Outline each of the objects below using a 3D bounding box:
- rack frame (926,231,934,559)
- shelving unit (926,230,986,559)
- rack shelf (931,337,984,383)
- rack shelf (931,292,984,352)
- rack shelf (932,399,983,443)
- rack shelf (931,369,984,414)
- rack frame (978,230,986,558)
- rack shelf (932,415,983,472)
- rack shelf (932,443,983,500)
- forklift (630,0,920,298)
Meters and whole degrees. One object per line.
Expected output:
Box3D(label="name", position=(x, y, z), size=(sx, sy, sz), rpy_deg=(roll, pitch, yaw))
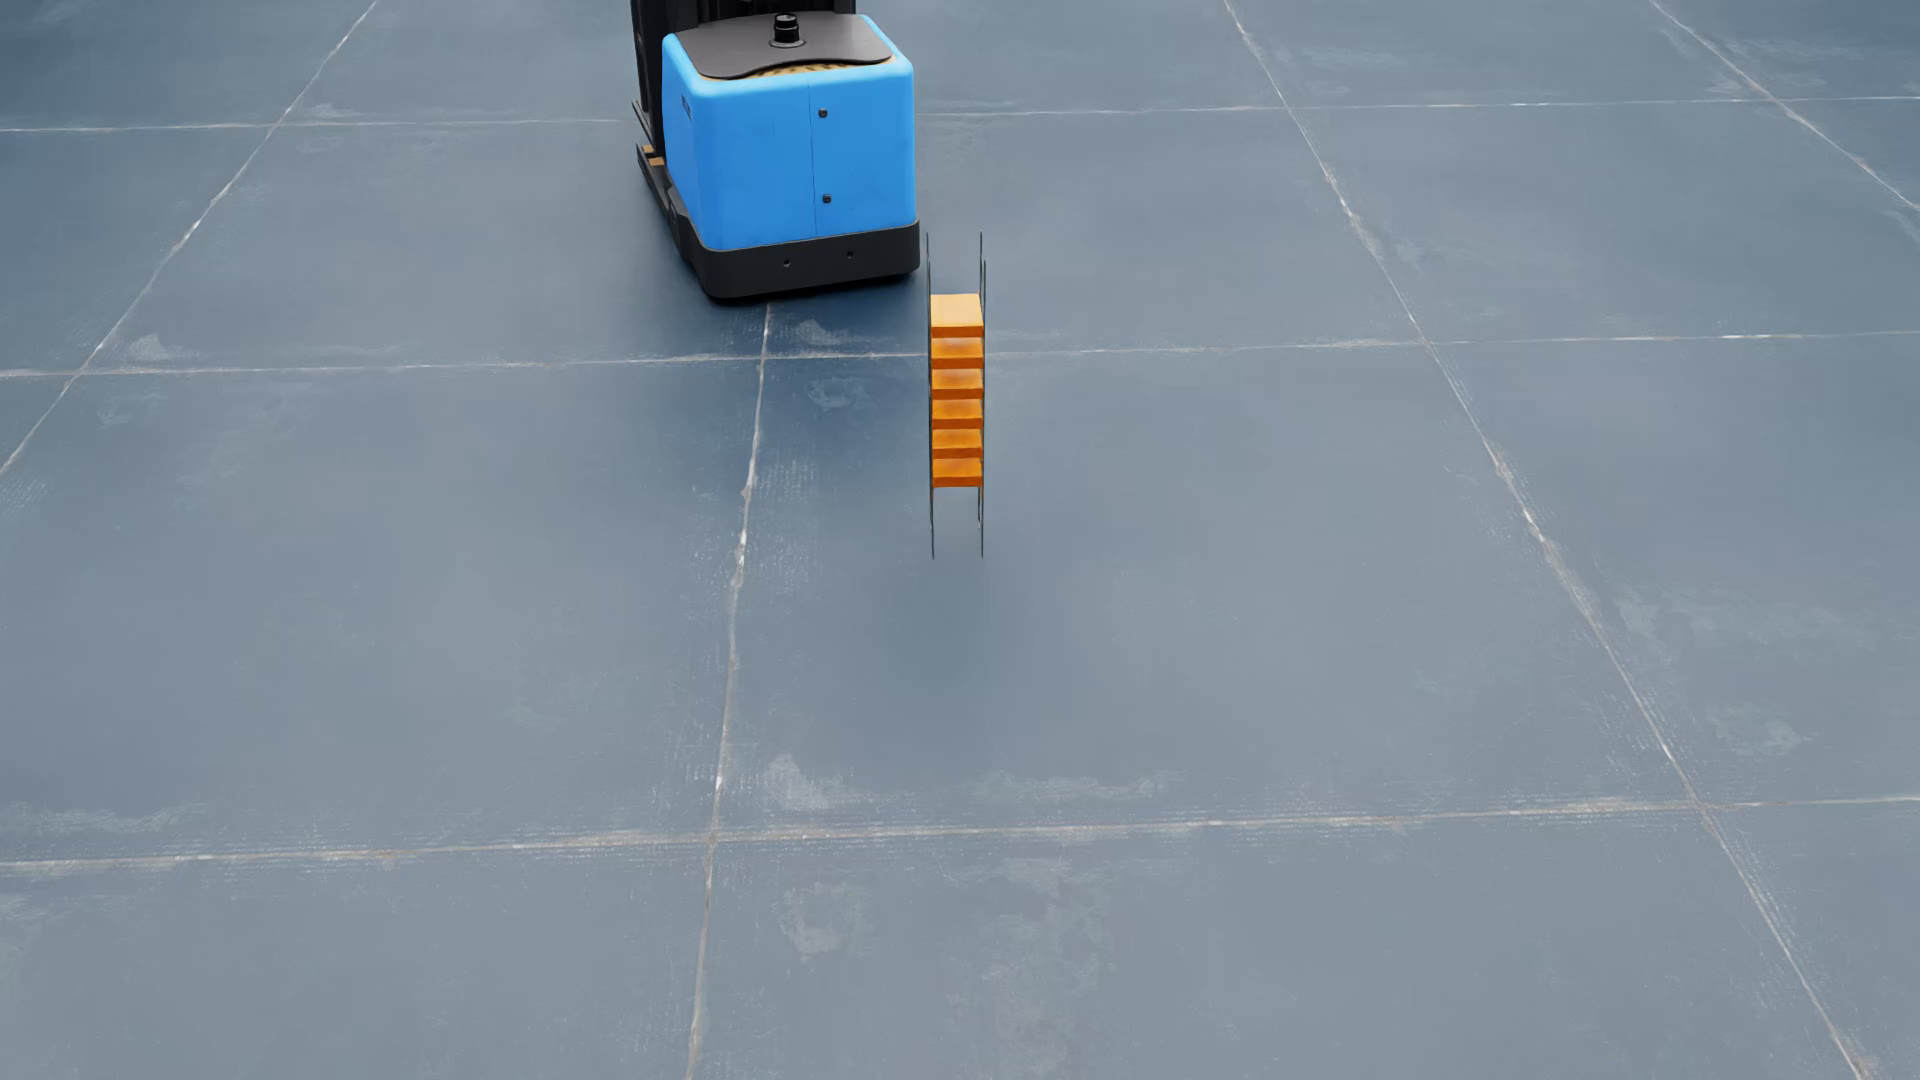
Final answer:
Box3D(label="rack frame", position=(-0.106, -0.491, 5.904), size=(0.006, 1.200, 0.240), rpy_deg=(-2, 35, -2))
Box3D(label="shelving unit", position=(-0.014, -0.493, 5.908), size=(0.189, 1.200, 0.258), rpy_deg=(-2, 35, -2))
Box3D(label="rack shelf", position=(-0.014, -0.654, 5.797), size=(0.180, 0.103, 0.258), rpy_deg=(-2, 35, -2))
Box3D(label="rack shelf", position=(-0.014, -0.752, 5.728), size=(0.180, 0.103, 0.258), rpy_deg=(-2, 35, -2))
Box3D(label="rack shelf", position=(-0.014, -0.456, 5.933), size=(0.180, 0.103, 0.258), rpy_deg=(-2, 35, -2))
Box3D(label="rack shelf", position=(-0.014, -0.555, 5.865), size=(0.180, 0.103, 0.258), rpy_deg=(-2, 35, -2))
Box3D(label="rack frame", position=(0.077, -0.495, 5.912), size=(0.006, 1.200, 0.240), rpy_deg=(-2, 35, -2))
Box3D(label="rack shelf", position=(-0.014, -0.358, 6.002), size=(0.180, 0.103, 0.258), rpy_deg=(-2, 35, -2))
Box3D(label="rack shelf", position=(-0.014, -0.259, 6.070), size=(0.180, 0.103, 0.258), rpy_deg=(-2, 35, -2))
Box3D(label="forklift", position=(-1.138, -3.167, 8.251), size=(1.130, 2.935, 3.031), rpy_deg=(-11, 36, -15))
